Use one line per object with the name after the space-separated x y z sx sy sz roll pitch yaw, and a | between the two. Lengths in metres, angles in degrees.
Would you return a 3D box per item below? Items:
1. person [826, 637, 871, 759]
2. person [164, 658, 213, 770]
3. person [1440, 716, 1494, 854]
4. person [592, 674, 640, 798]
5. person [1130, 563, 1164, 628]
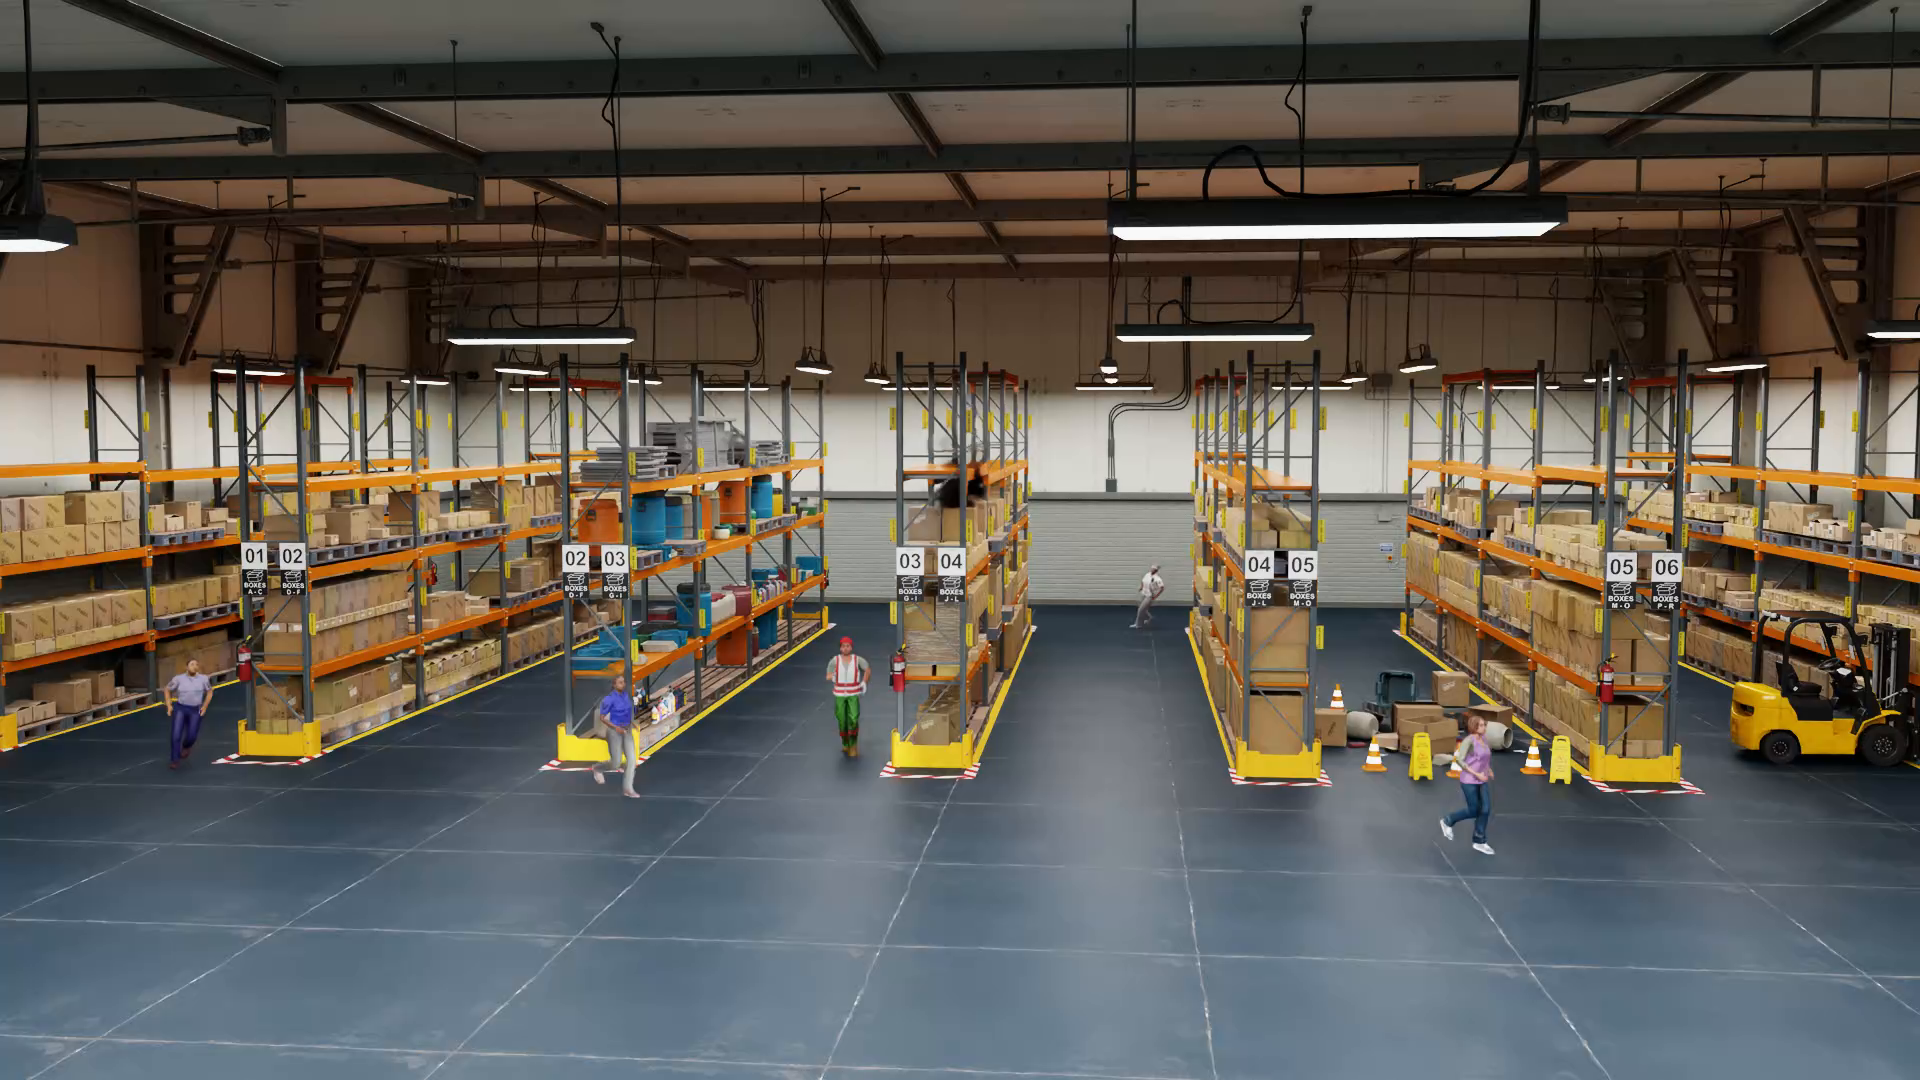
-1.680 2.350 24.809 0.642 1.807 0.677 0 4 3 | person
-11.226 2.504 24.205 0.647 1.592 0.548 -2 5 -26 | person
5.984 2.839 19.483 0.566 1.595 0.680 -3 5 -39 | person
-4.591 2.613 22.303 0.801 1.643 0.589 3 5 35 | person
4.620 1.342 40.287 0.758 1.592 0.723 4 5 42 | person
